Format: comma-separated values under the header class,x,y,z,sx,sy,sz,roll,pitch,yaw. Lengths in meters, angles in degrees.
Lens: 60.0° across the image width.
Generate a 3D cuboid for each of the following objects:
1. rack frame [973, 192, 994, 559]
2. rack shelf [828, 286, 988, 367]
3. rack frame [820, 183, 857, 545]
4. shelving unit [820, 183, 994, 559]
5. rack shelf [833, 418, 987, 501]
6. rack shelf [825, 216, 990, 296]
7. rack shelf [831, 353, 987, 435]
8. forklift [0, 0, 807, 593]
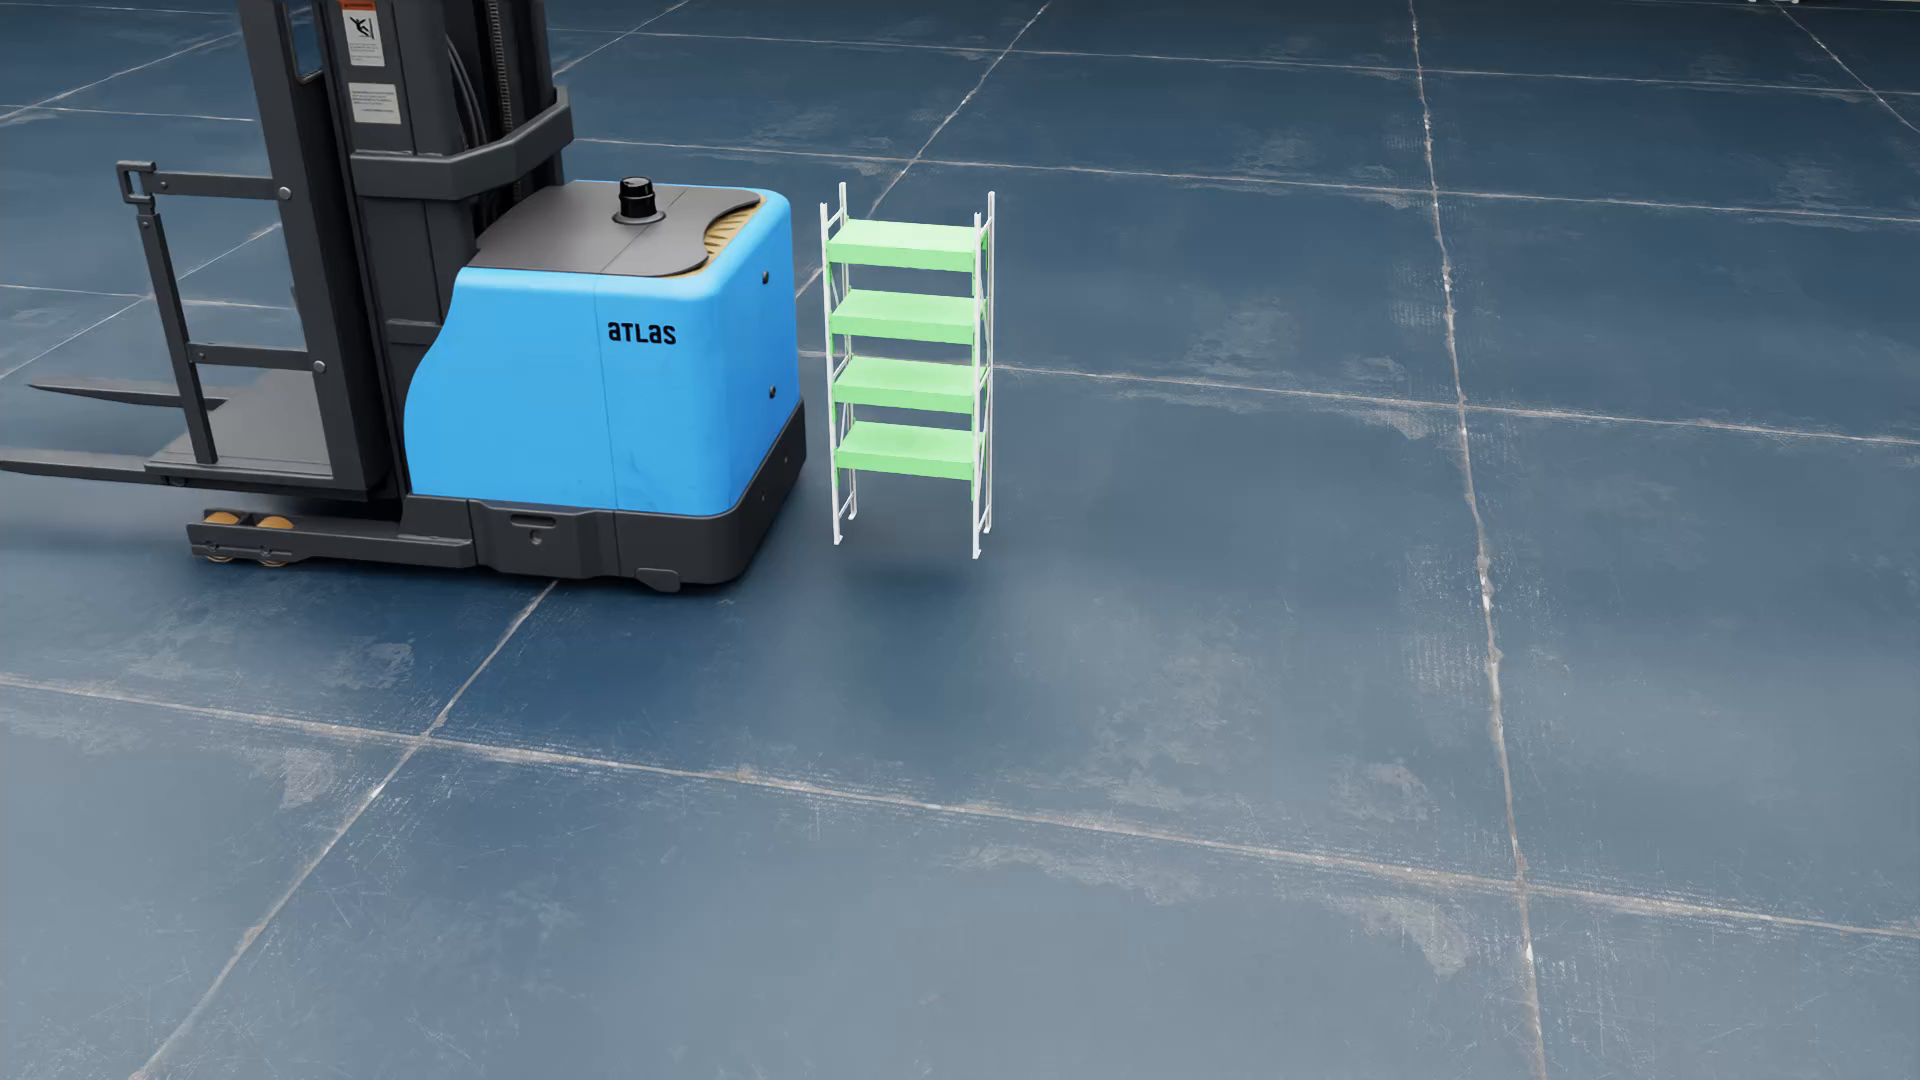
class,x,y,z,sx,sy,sz,roll,pitch,yaw
rack frame,0.077,-0.518,5.448,0.015,1.200,0.240,6,29,11
rack shelf,-0.162,-0.697,5.408,0.480,0.148,0.258,6,29,11
rack frame,-0.401,-0.567,5.537,0.015,1.200,0.240,6,29,11
shelving unit,-0.162,-0.543,5.492,0.503,1.200,0.258,6,29,11
rack shelf,-0.162,-0.276,5.638,0.480,0.148,0.258,6,29,11
rack shelf,-0.162,-0.908,5.292,0.480,0.148,0.258,6,29,11
rack shelf,-0.162,-0.487,5.523,0.480,0.148,0.258,6,29,11
forklift,-2.132,-1.439,5.327,3.031,2.935,1.130,5,29,8
